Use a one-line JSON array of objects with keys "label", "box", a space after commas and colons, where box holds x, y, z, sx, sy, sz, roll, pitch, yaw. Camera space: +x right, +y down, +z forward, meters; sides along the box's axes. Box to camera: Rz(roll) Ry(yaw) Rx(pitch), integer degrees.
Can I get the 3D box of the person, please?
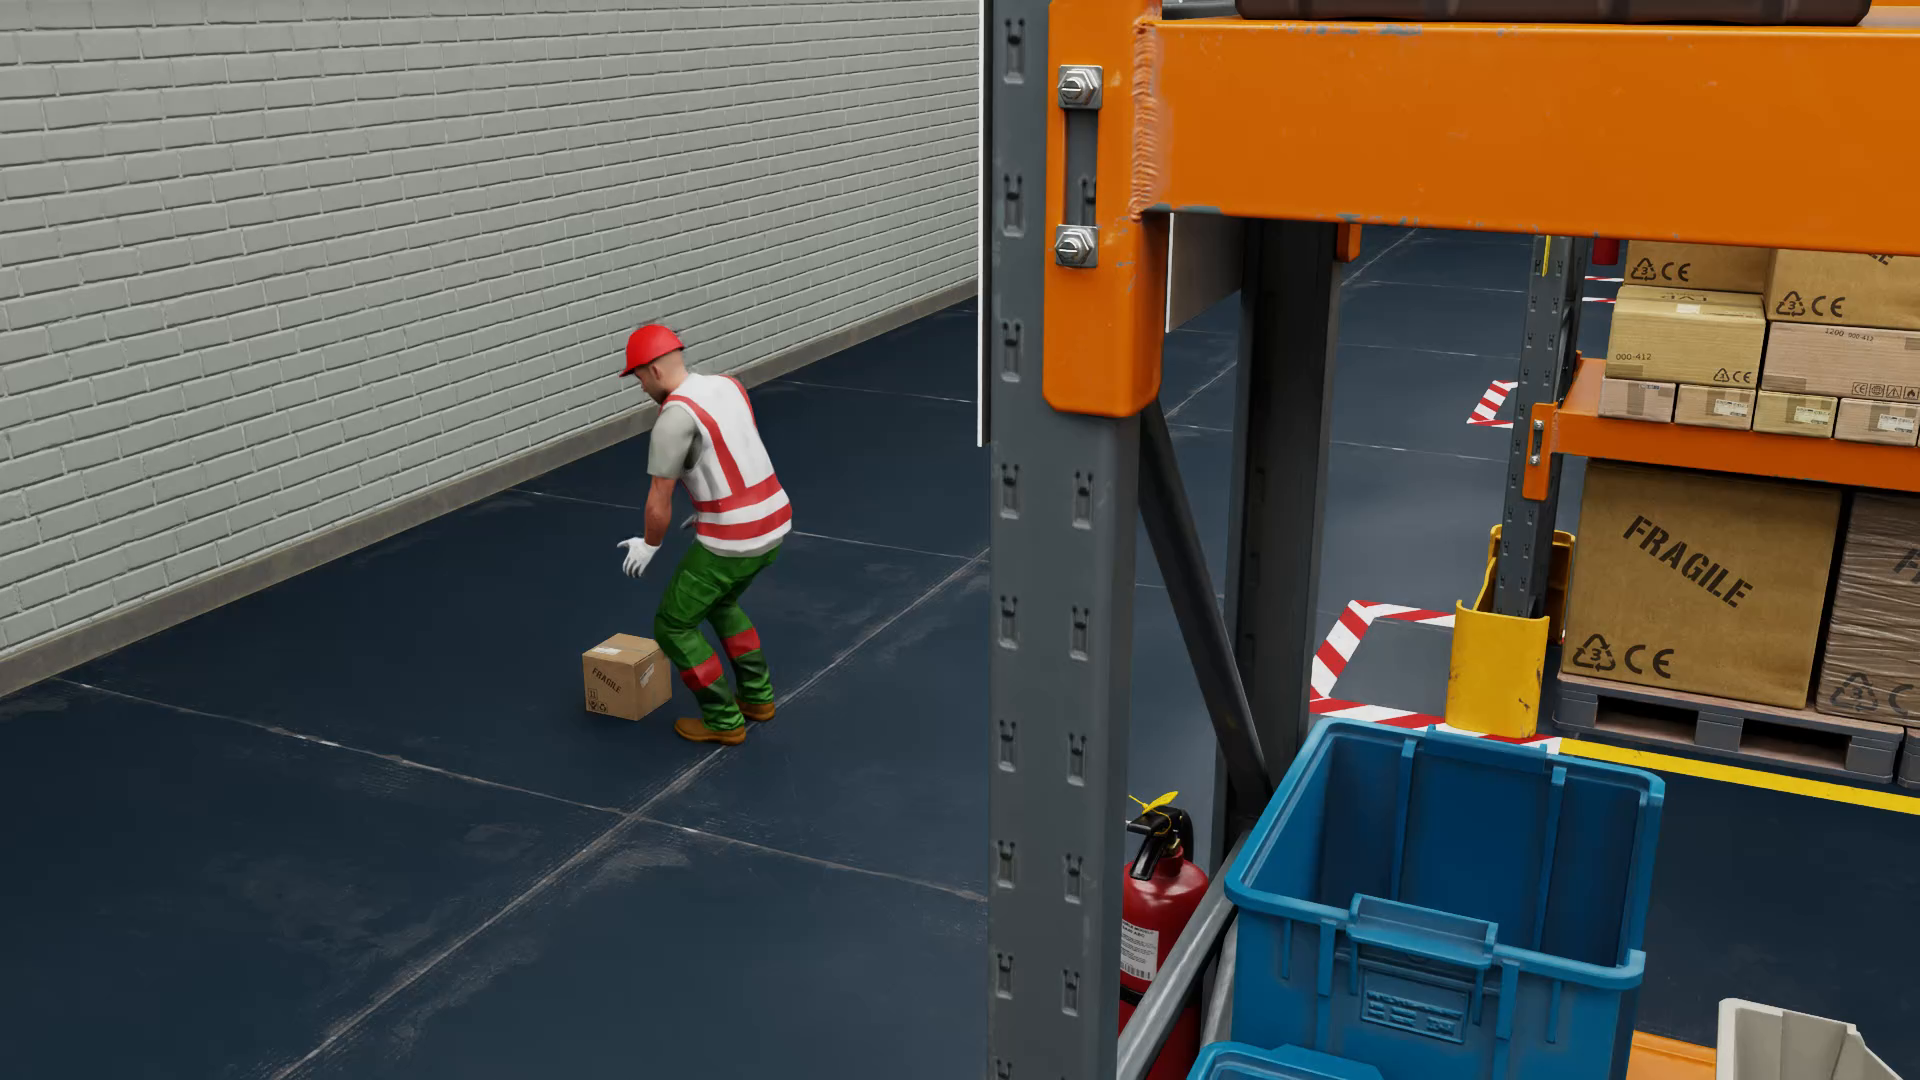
[{"label": "person", "box": [-0.980, -0.015, 6.360, 0.625, 1.604, 0.572, 9, 21, 24]}]
